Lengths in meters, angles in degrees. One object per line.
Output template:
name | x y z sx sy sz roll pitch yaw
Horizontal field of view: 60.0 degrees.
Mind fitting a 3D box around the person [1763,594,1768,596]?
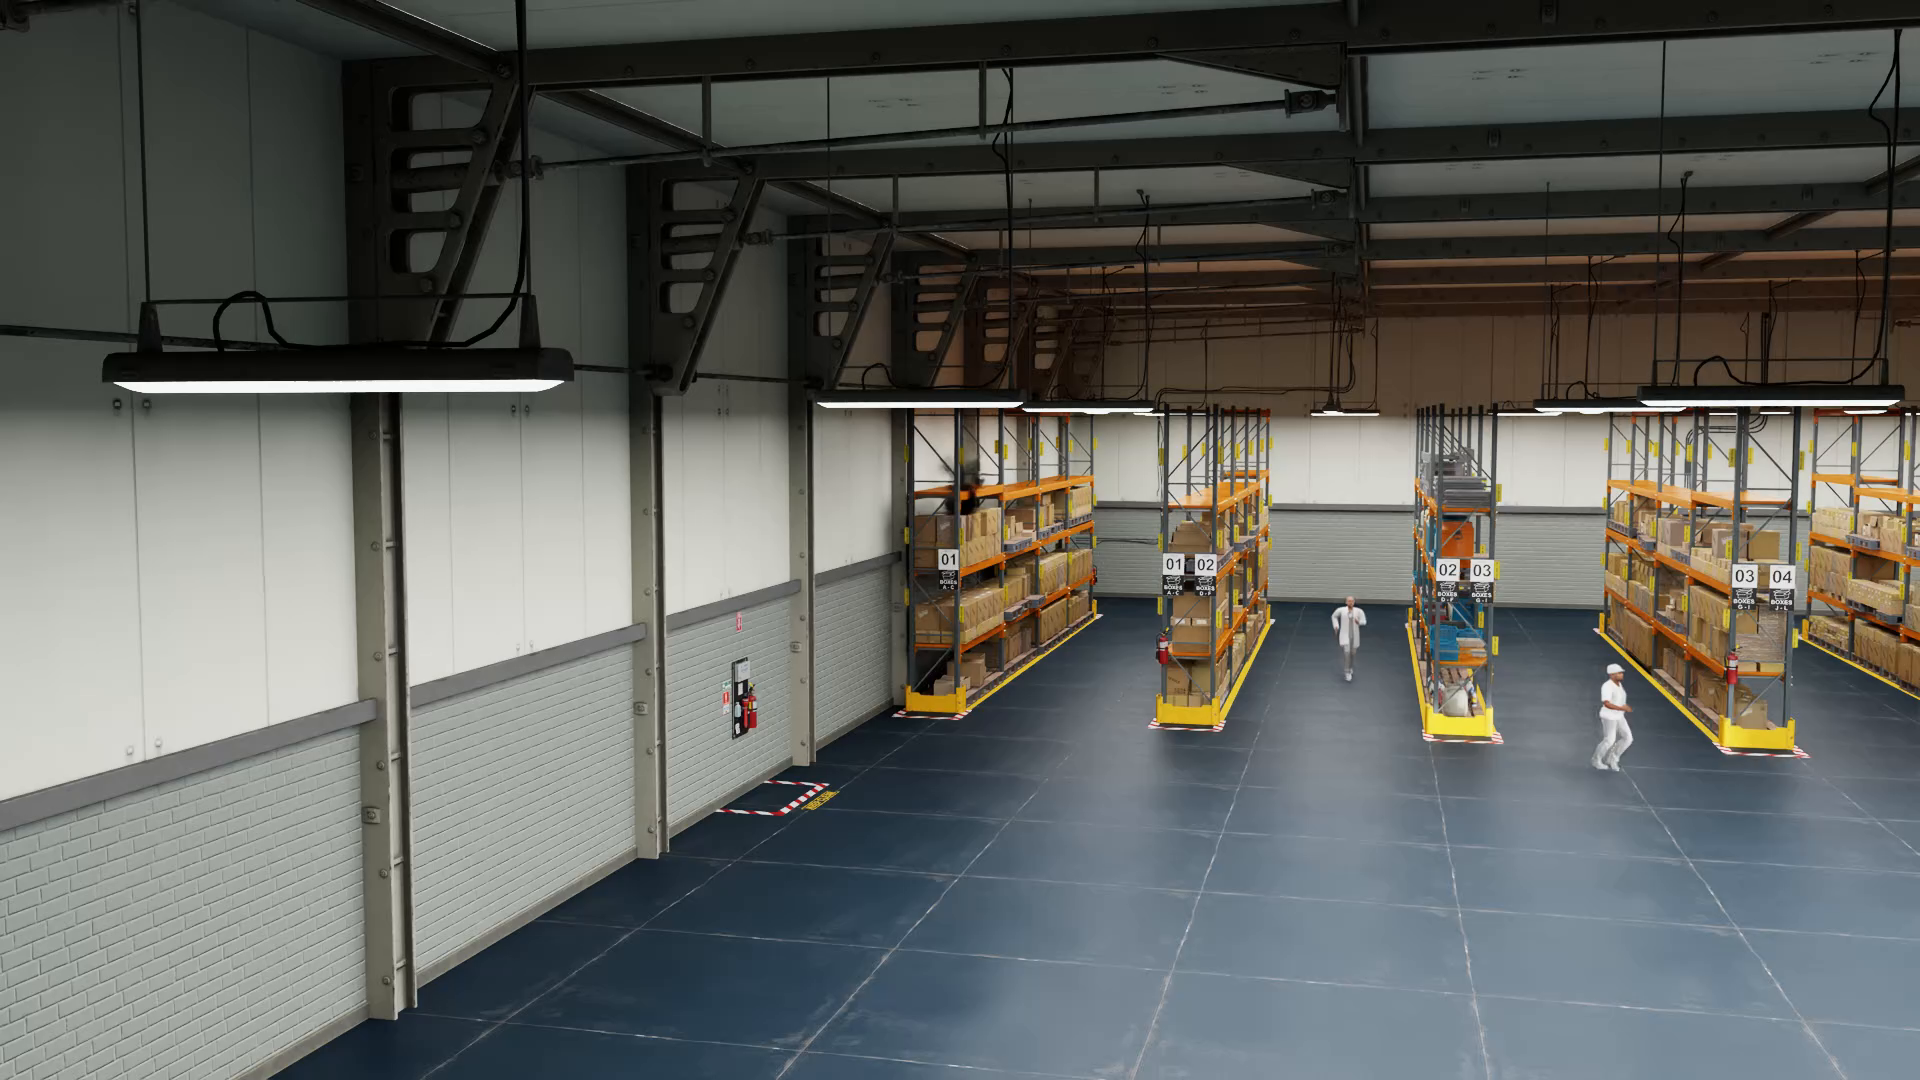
person | 21.097 1.763 44.004 0.649 1.512 0.589 -2 5 -28

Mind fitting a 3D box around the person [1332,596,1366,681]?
person | 8.601 2.141 36.703 0.687 1.808 0.990 0 4 0

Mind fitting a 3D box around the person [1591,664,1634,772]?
person | 10.599 2.896 26.919 0.716 1.793 0.699 -4 6 -44

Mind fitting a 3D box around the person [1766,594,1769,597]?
person | 20.350 1.897 41.388 0.578 1.645 0.657 1 4 8
